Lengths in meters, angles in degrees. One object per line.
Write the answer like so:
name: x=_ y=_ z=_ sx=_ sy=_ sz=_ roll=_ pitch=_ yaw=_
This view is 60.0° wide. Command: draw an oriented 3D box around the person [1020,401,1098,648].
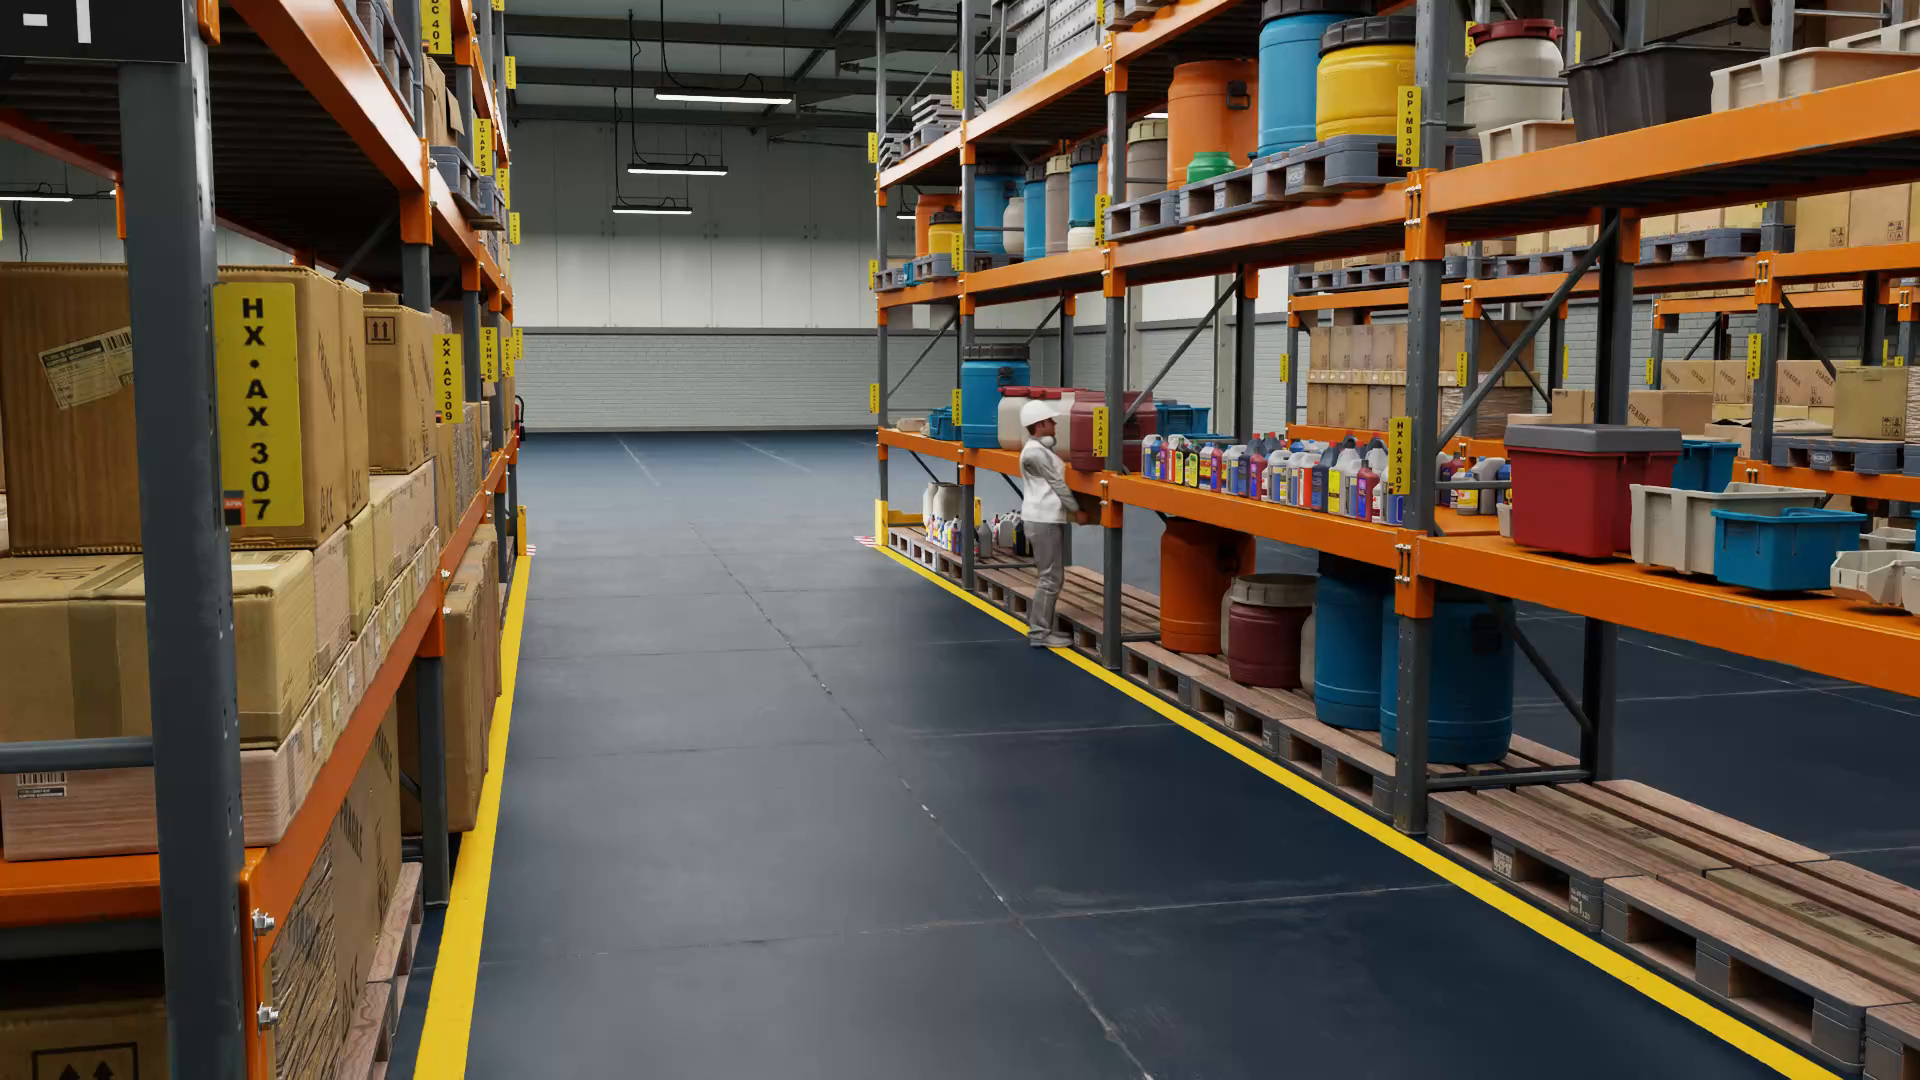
person: x=0.714 y=-0.122 z=12.009 sx=0.560 sy=1.762 sz=0.494 roll=0 pitch=6 yaw=5
